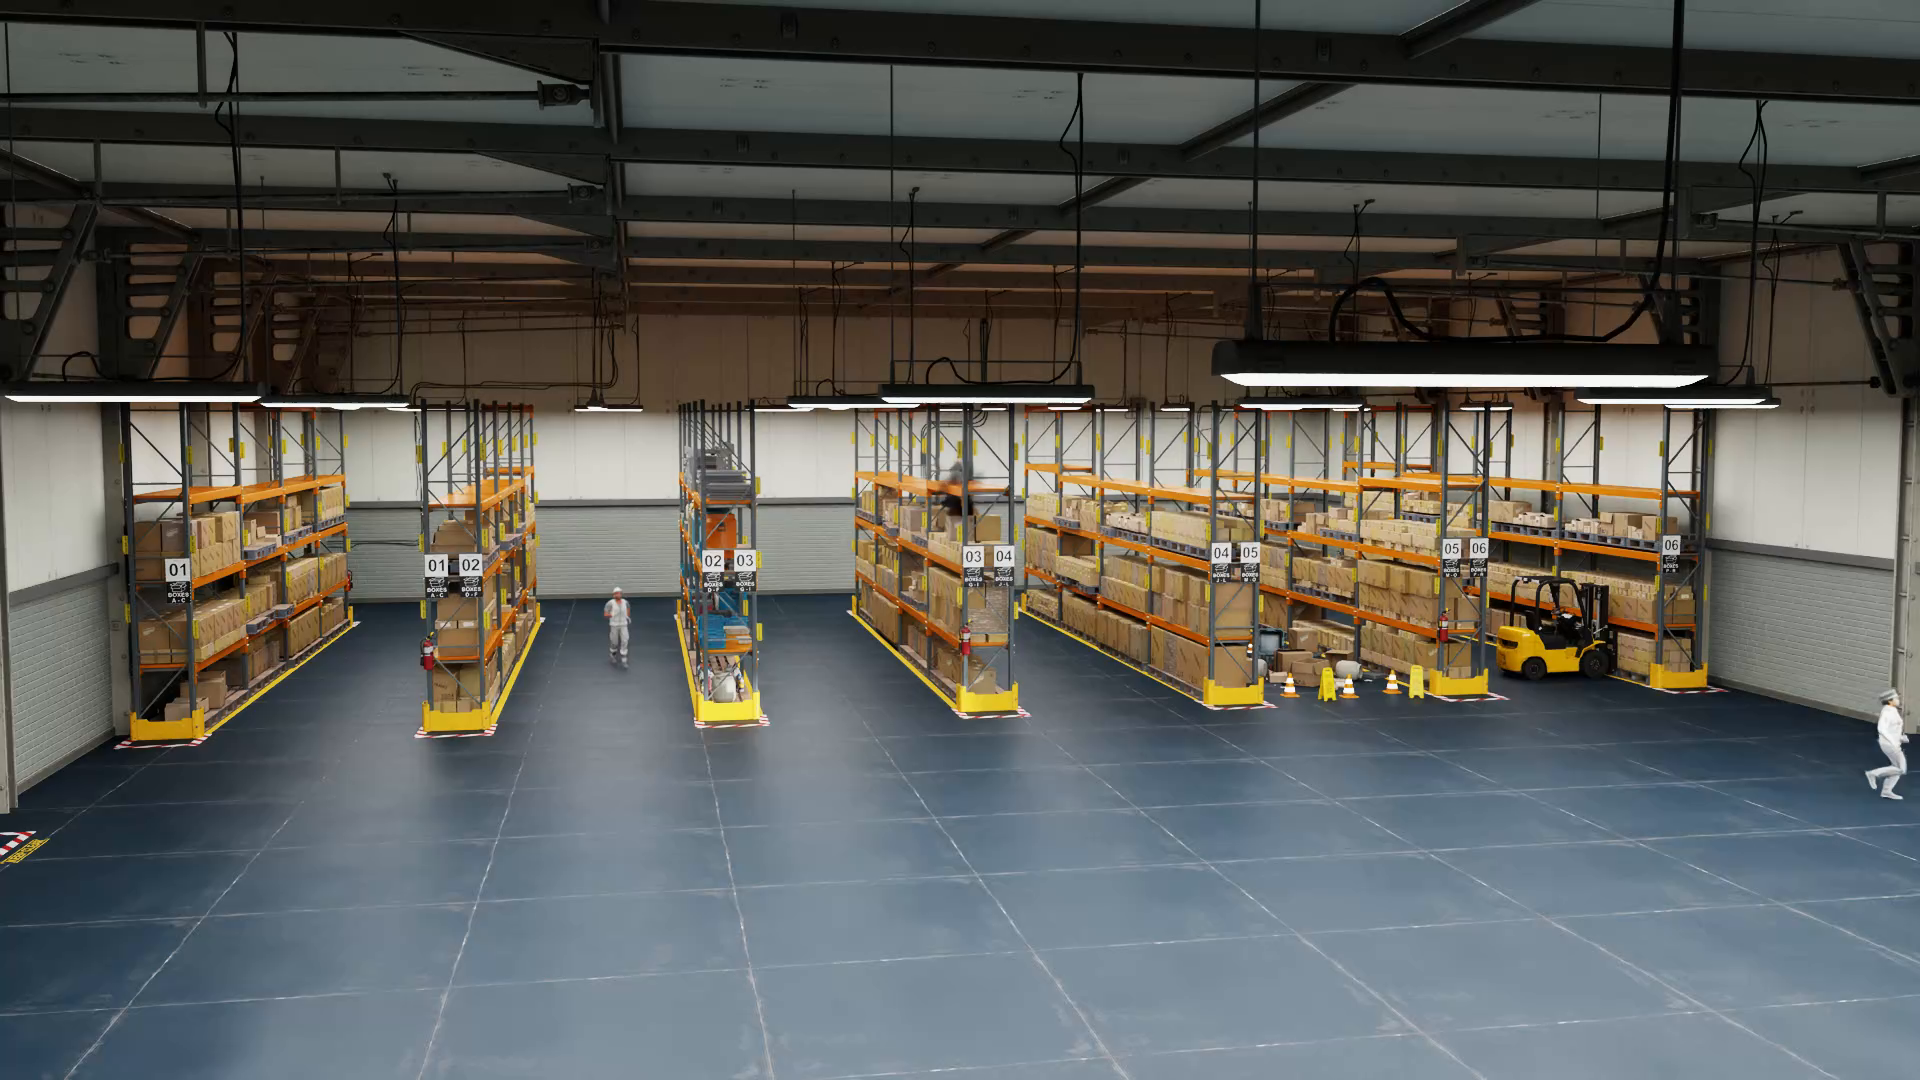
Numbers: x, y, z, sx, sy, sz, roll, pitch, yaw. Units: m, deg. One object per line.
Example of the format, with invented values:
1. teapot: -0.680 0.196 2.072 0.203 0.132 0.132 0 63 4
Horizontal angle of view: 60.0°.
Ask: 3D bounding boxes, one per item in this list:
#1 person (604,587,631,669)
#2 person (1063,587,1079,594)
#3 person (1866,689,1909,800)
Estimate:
1. person: -7.708 1.961 37.535 0.648 1.794 0.882 -2 5 -25
2. person: 3.187 1.097 49.821 0.773 1.722 0.945 -4 6 -42
3. person: 13.833 3.037 24.790 0.552 1.652 0.621 2 5 29
